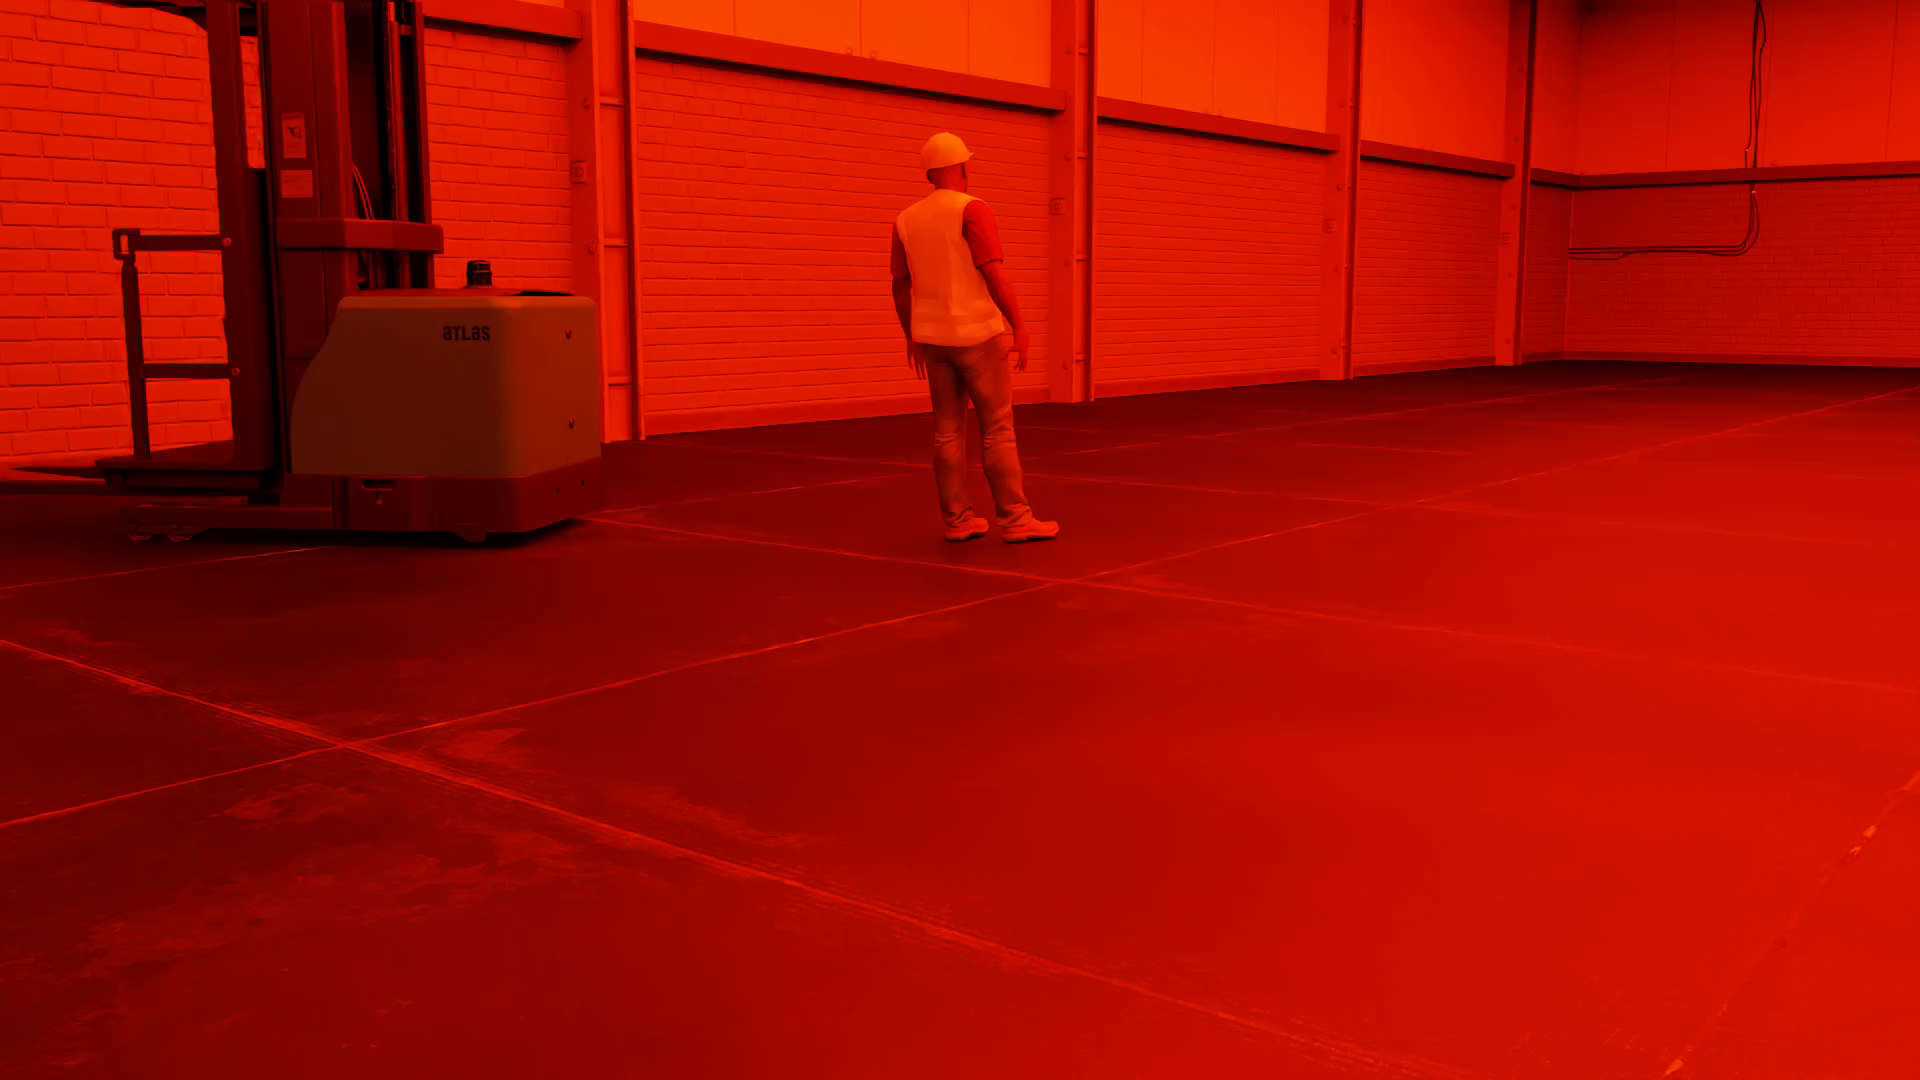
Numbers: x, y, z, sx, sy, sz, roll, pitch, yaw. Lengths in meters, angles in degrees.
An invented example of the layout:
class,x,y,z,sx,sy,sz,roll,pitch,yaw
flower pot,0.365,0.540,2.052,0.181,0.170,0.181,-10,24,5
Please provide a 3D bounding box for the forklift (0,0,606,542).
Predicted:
class,x,y,z,sx,sy,sz,roll,pitch,yaw
forklift,-3.275,-1.514,7.631,3.031,2.935,1.130,1,8,9

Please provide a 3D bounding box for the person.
class,x,y,z,sx,sy,sz,roll,pitch,yaw
person,0.048,-0.888,7.326,0.666,1.765,0.577,7,11,38
